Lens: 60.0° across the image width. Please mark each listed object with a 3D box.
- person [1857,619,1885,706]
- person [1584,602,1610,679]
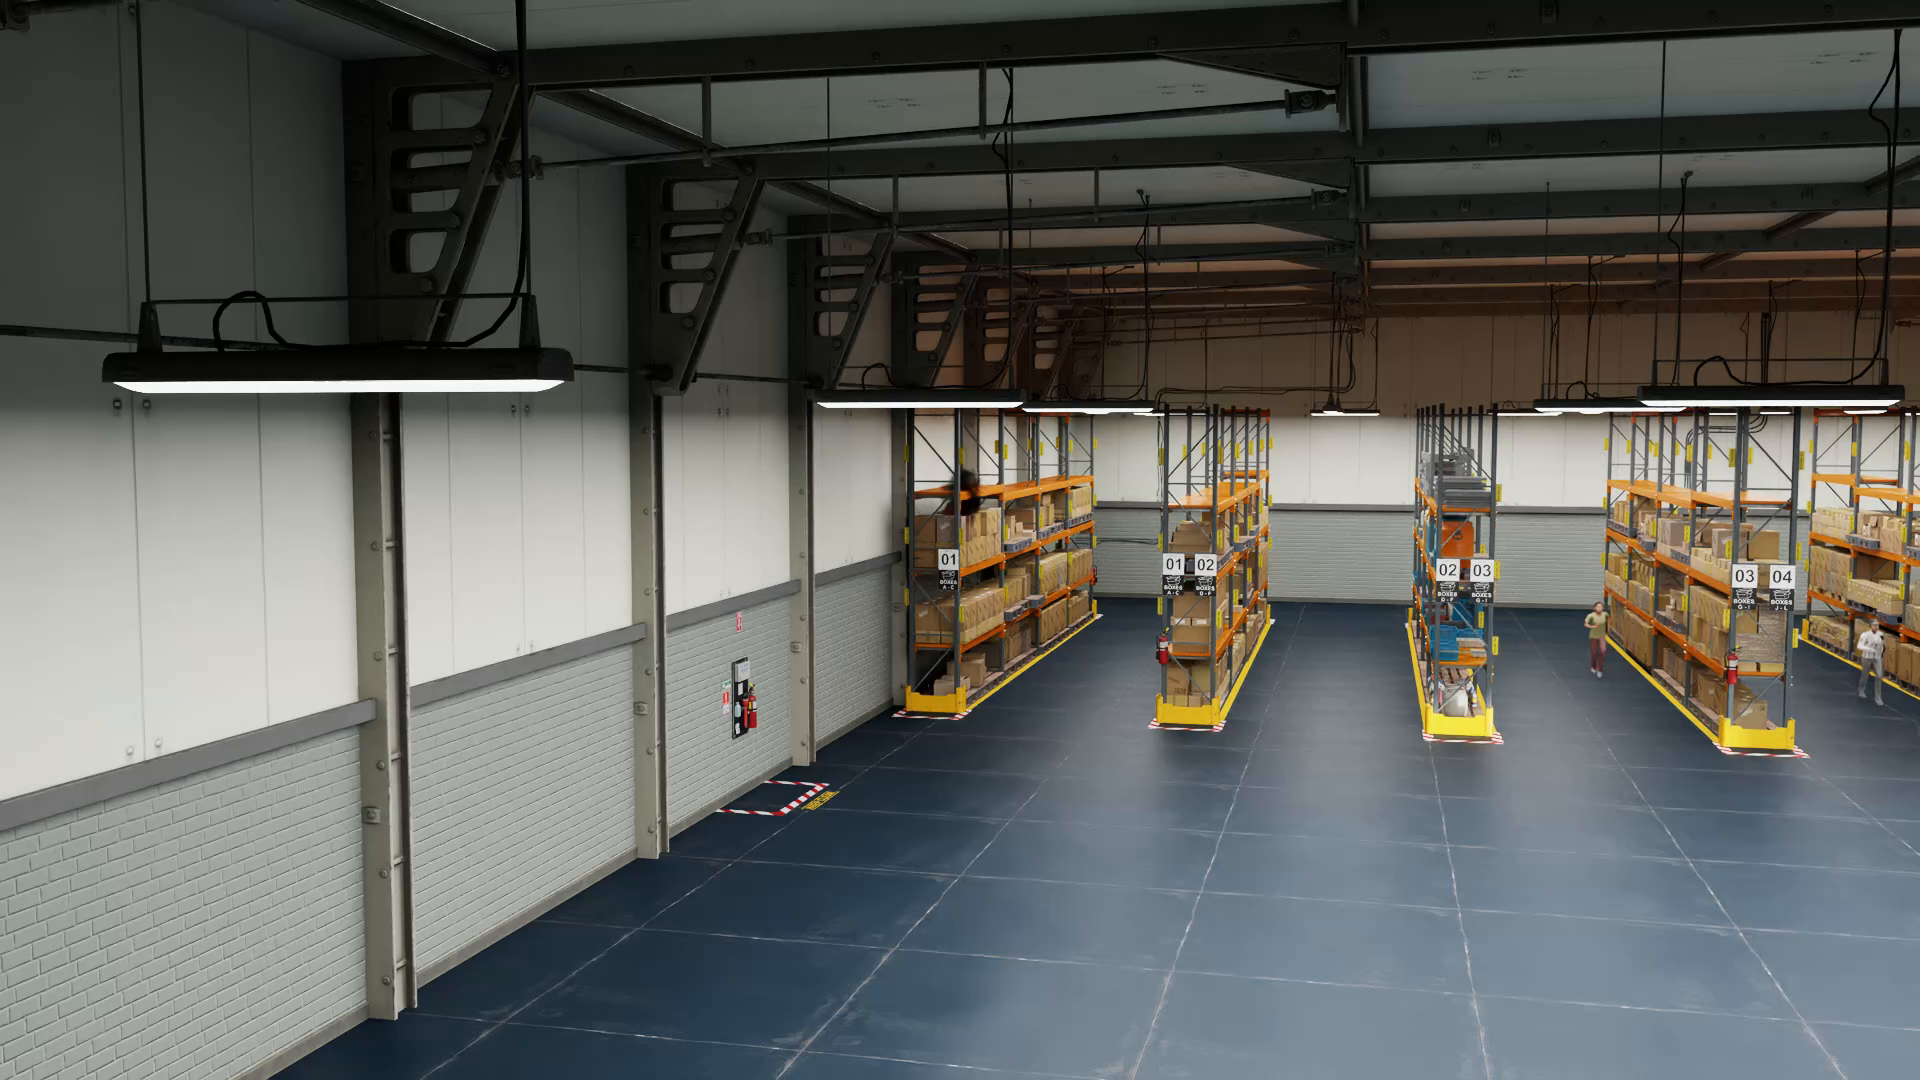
[{"bbox_3d":[18.428,2.425,33.639,0.559,1.719,0.857,1,4,14],"label":"person"},{"bbox_3d":[14.179,2.175,37.025,0.599,1.652,0.823,0,4,7],"label":"person"}]
